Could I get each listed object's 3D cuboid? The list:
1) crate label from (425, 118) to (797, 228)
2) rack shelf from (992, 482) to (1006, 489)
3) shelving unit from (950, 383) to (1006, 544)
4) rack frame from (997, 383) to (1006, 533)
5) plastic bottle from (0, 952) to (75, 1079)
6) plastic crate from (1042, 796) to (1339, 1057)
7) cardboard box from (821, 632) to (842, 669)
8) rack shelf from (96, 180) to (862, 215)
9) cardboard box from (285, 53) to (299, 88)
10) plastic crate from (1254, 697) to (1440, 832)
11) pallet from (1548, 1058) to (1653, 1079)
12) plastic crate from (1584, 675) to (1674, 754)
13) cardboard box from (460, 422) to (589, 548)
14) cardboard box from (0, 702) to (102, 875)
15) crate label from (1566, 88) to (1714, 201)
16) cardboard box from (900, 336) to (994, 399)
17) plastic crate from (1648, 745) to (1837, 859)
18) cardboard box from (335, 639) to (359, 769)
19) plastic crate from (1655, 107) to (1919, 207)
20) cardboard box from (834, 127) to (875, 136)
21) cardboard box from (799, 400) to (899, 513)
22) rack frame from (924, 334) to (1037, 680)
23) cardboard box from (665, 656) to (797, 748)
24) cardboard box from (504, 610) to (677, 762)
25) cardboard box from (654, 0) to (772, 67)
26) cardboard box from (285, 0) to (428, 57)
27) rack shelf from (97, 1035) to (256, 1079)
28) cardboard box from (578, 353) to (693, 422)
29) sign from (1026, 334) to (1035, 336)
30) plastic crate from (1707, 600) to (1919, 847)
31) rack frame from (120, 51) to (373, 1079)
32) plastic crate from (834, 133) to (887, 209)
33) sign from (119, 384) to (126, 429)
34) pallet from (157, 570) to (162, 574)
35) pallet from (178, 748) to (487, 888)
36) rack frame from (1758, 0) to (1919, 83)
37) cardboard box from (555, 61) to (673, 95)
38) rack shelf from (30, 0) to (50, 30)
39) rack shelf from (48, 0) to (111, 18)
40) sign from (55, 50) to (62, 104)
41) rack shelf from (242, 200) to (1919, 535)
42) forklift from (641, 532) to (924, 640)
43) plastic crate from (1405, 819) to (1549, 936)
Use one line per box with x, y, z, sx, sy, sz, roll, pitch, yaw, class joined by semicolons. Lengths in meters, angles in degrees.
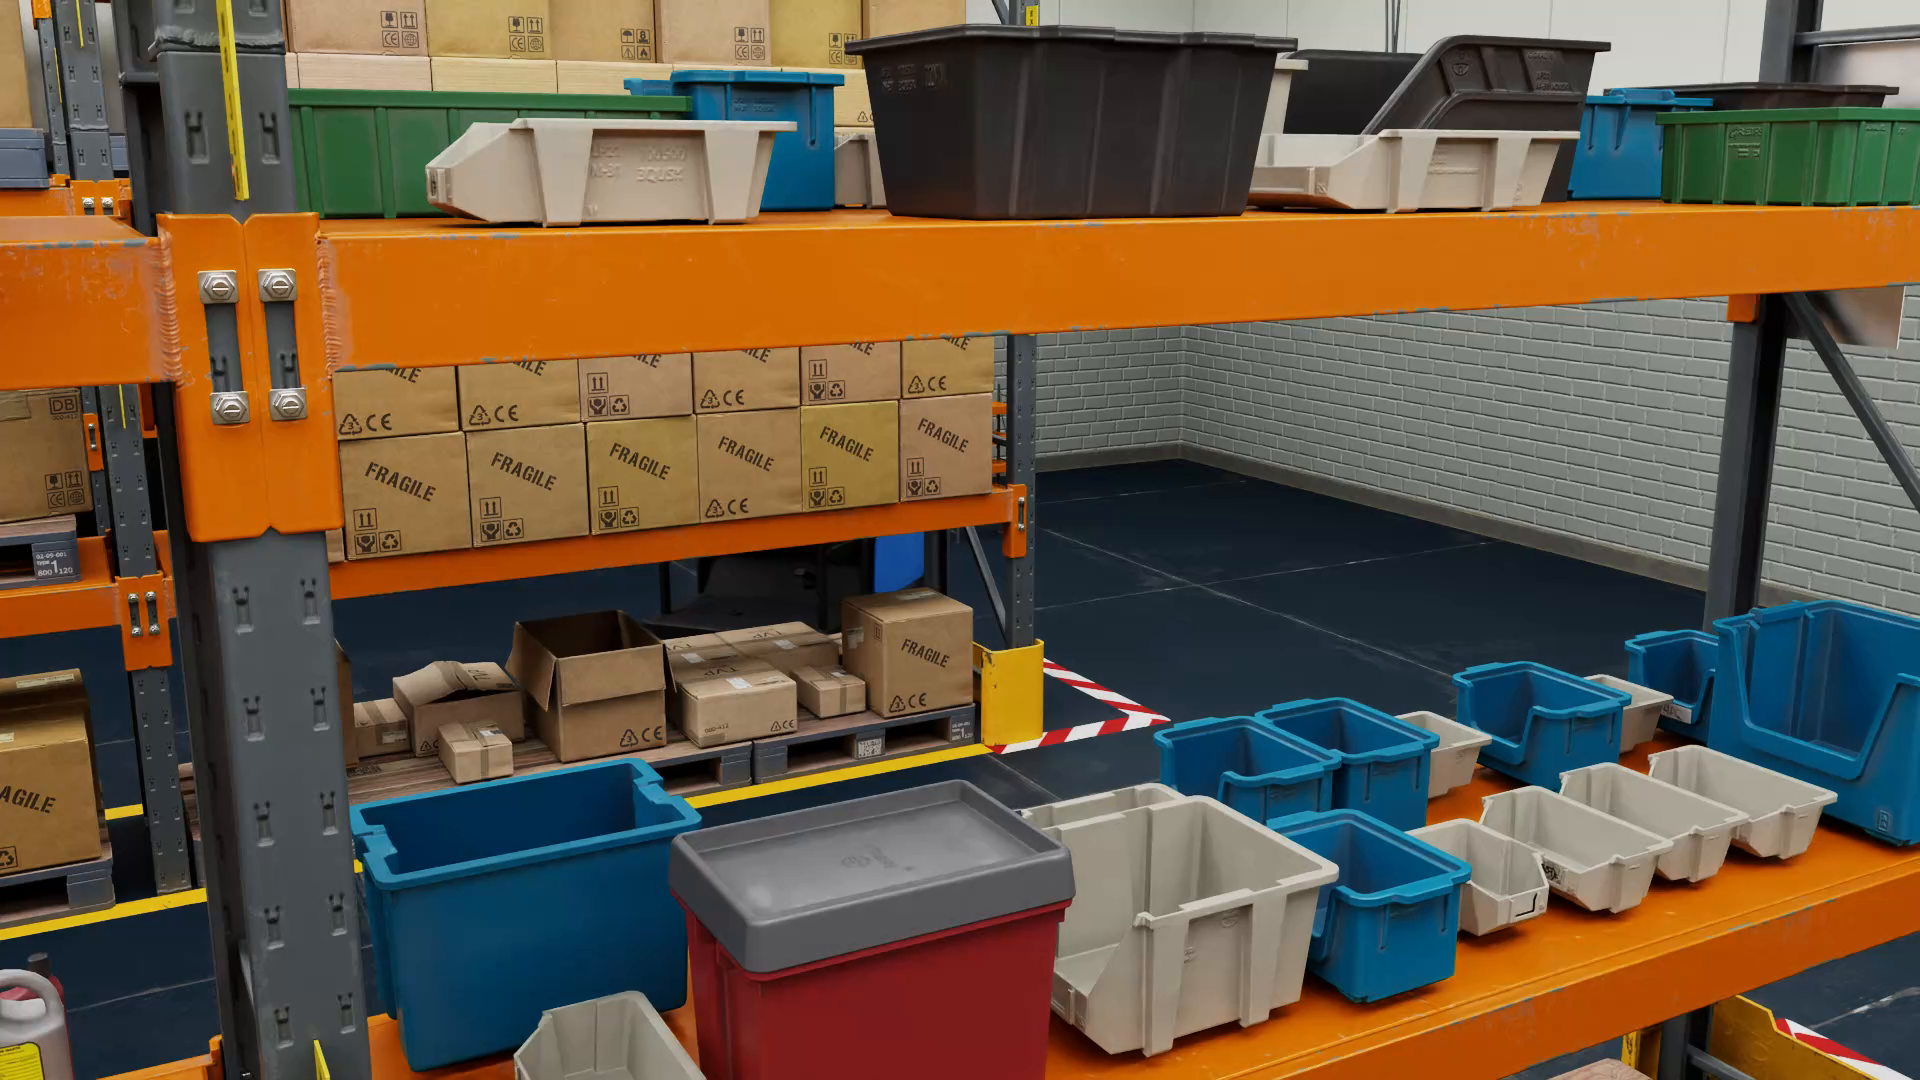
-0.485;-0.502;2.279;0.466;0.136;0.293;-7;14;-28;crate label
0.145;-0.343;13.113;0.480;0.148;0.258;-7;14;-28;rack shelf
0.145;-0.603;13.055;0.503;1.200;0.258;-7;14;-28;shelving unit
0.359;-0.628;13.169;0.015;1.200;0.240;-7;14;-28;rack frame
-1.579;0.841;2.804;0.133;0.283;0.061;-7;14;-28;plastic bottle
0.376;0.732;3.160;0.530;0.282;0.437;-7;14;-28;plastic crate
-0.664;0.624;8.955;0.250;0.166;0.380;-7;14;-28;cardboard box
-1.668;-1.450;7.526;4.000;0.370;1.077;-7;14;-28;rack shelf
-2.877;-1.764;6.488;0.500;0.250;0.500;-7;14;-28;cardboard box
0.928;0.561;4.030;0.300;0.233;0.416;-7;14;-28;plastic crate
1.716;1.847;4.421;1.213;0.211;1.003;-7;14;-28;pallet
1.762;0.487;4.577;0.298;0.136;0.250;-7;14;-28;plastic crate
-1.957;-0.283;7.309;0.500;0.500;0.500;-7;14;-28;cardboard box
-3.719;0.985;6.591;0.500;0.500;0.500;-7;14;-28;cardboard box
1.493;-0.949;4.000;0.502;0.251;0.408;-7;14;-28;crate label
-0.171;-0.984;8.147;0.500;0.500;0.500;-7;14;-28;cardboard box
1.829;0.627;3.954;0.243;0.136;0.396;-7;14;-28;plastic crate
-3.059;0.763;7.576;0.500;0.500;0.500;-7;14;-28;cardboard box
1.729;-0.794;3.456;0.336;0.188;0.450;-7;14;-28;plastic crate
-0.681;-1.783;7.708;0.500;0.250;0.500;-7;14;-28;cardboard box
-0.628;-0.442;8.012;0.500;0.500;0.500;-7;14;-27;cardboard box
0.088;-0.548;8.711;0.127;3.000;1.000;-7;14;-28;rack frame
-1.120;0.778;8.081;0.500;0.250;0.500;-7;14;-28;cardboard box
-1.776;0.678;7.949;0.637;0.503;0.797;-7;14;-28;cardboard box
-1.222;-2.381;7.520;0.500;0.500;0.700;-7;14;-28;cardboard box
-2.508;-2.211;6.763;0.500;0.500;0.700;-7;14;-28;cardboard box
-2.808;1.389;1.742;4.000;0.370;1.077;-7;14;-28;rack shelf
-1.518;-0.822;7.423;0.500;0.500;0.500;-6;14;-26;cardboard box
0.336;-1.158;8.064;0.005;0.325;0.100;-7;14;-28;sign
2.254;0.432;4.140;0.499;0.435;0.616;-7;14;-28;plastic crate
-1.053;0.828;2.598;0.127;3.000;1.000;-7;14;-28;rack frame
-0.119;-0.714;3.218;0.466;0.136;0.293;-7;14;-28;plastic crate
-3.154;-0.585;6.240;0.005;0.325;0.100;-7;14;-28;sign
-5.095;0.214;11.676;1.213;0.211;1.003;-7;14;-28;pallet
-2.820;1.162;7.467;1.213;0.211;1.003;-7;14;-28;pallet
2.458;-2.519;3.809;0.127;3.000;1.000;-7;14;-28;rack frame
-1.556;-1.920;7.181;0.500;0.250;0.500;-7;14;-28;cardboard box
-7.555;-3.251;9.610;4.000;0.370;1.077;-7;14;-28;rack shelf
-4.044;-3.672;11.480;4.000;0.370;1.077;-7;14;-28;rack shelf
-5.531;-2.847;10.200;0.005;0.325;0.100;-7;14;-28;sign
0.703;-0.495;3.282;4.000;0.370;1.077;-7;14;-28;rack shelf
-1.142;-0.675;9.433;1.130;2.935;3.031;4;13;19;forklift
1.084;0.724;3.525;0.250;0.136;0.298;-7;14;-28;plastic crate
